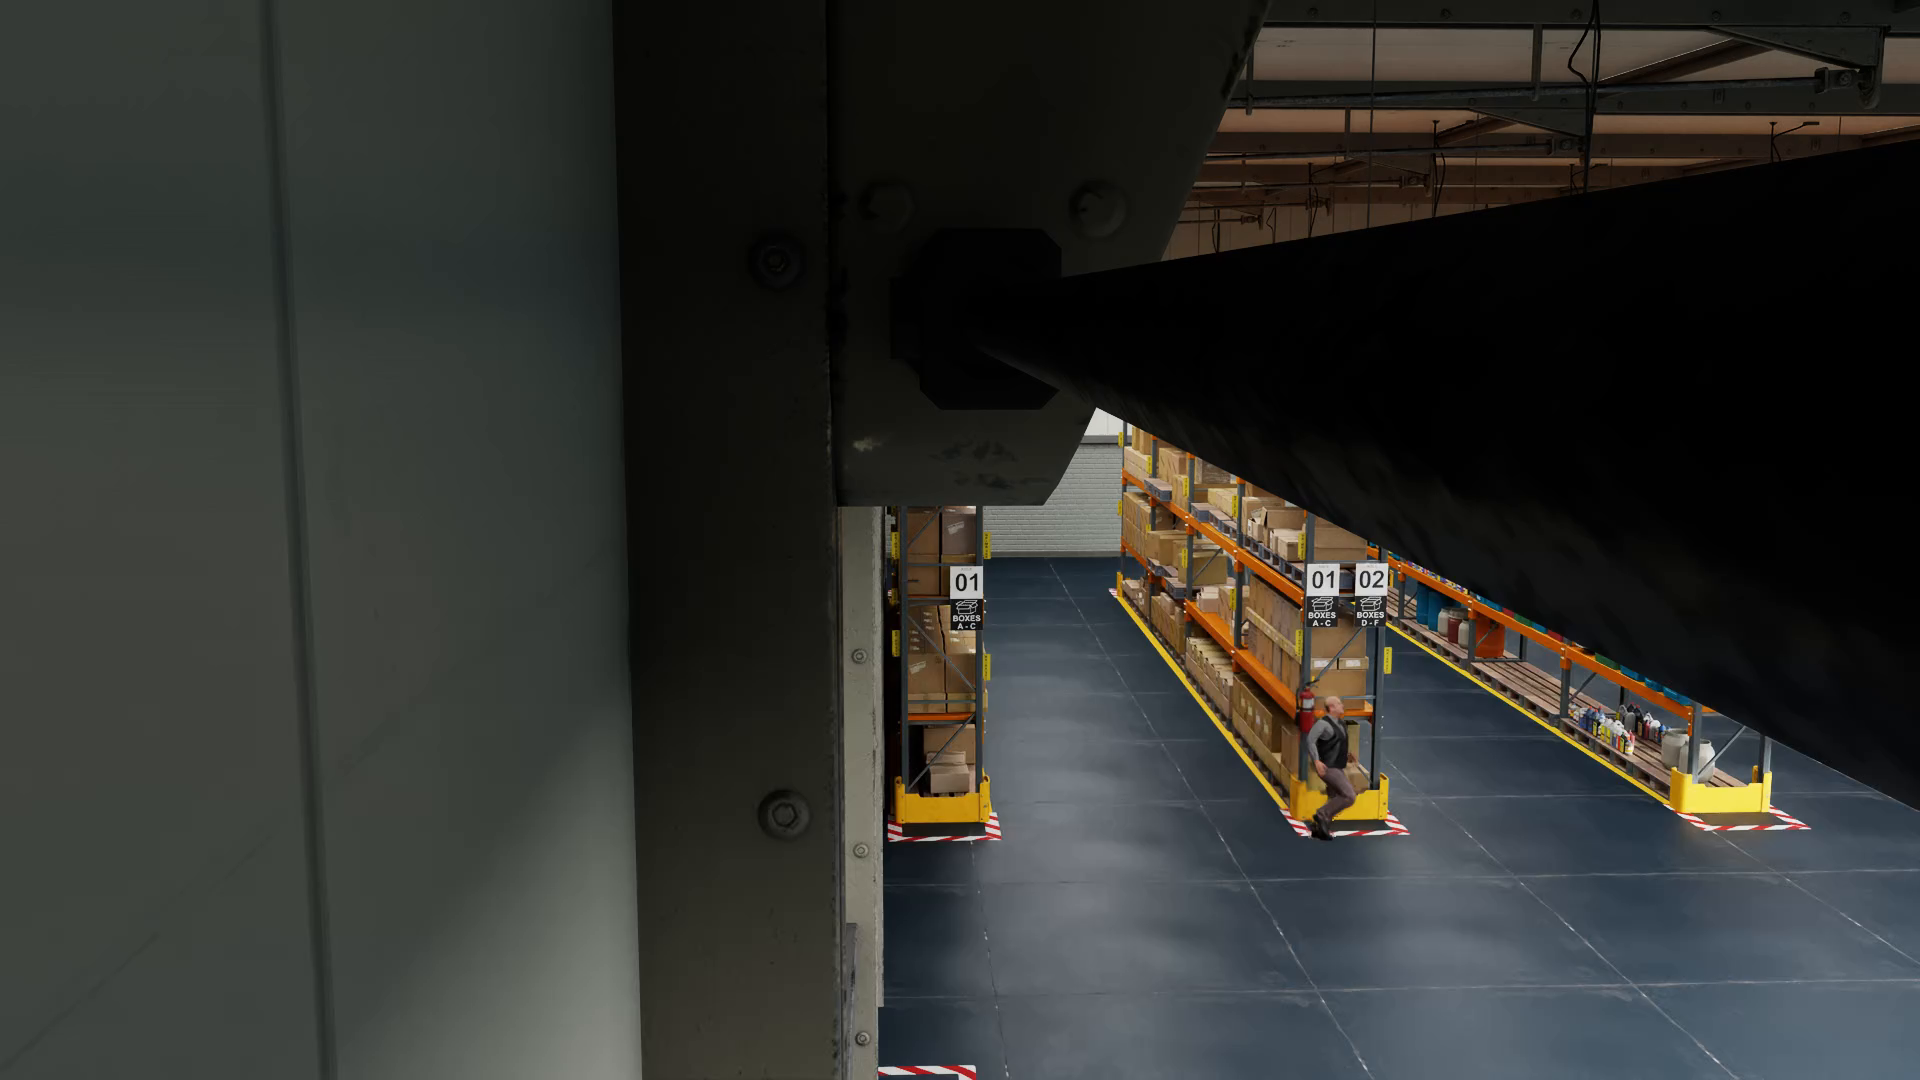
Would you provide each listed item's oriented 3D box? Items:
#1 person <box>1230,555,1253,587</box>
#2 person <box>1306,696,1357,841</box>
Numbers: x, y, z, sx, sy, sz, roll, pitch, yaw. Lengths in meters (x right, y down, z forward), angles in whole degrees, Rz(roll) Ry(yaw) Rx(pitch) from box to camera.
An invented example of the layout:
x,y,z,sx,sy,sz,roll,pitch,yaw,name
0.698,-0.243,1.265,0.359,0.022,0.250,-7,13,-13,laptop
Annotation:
x,y,z,sx,sy,sz,roll,pitch,yaw,name
6.045,0.586,35.218,0.610,1.686,0.752,-2,8,-12,person
4.387,2.658,19.404,0.565,1.662,0.652,5,9,30,person
